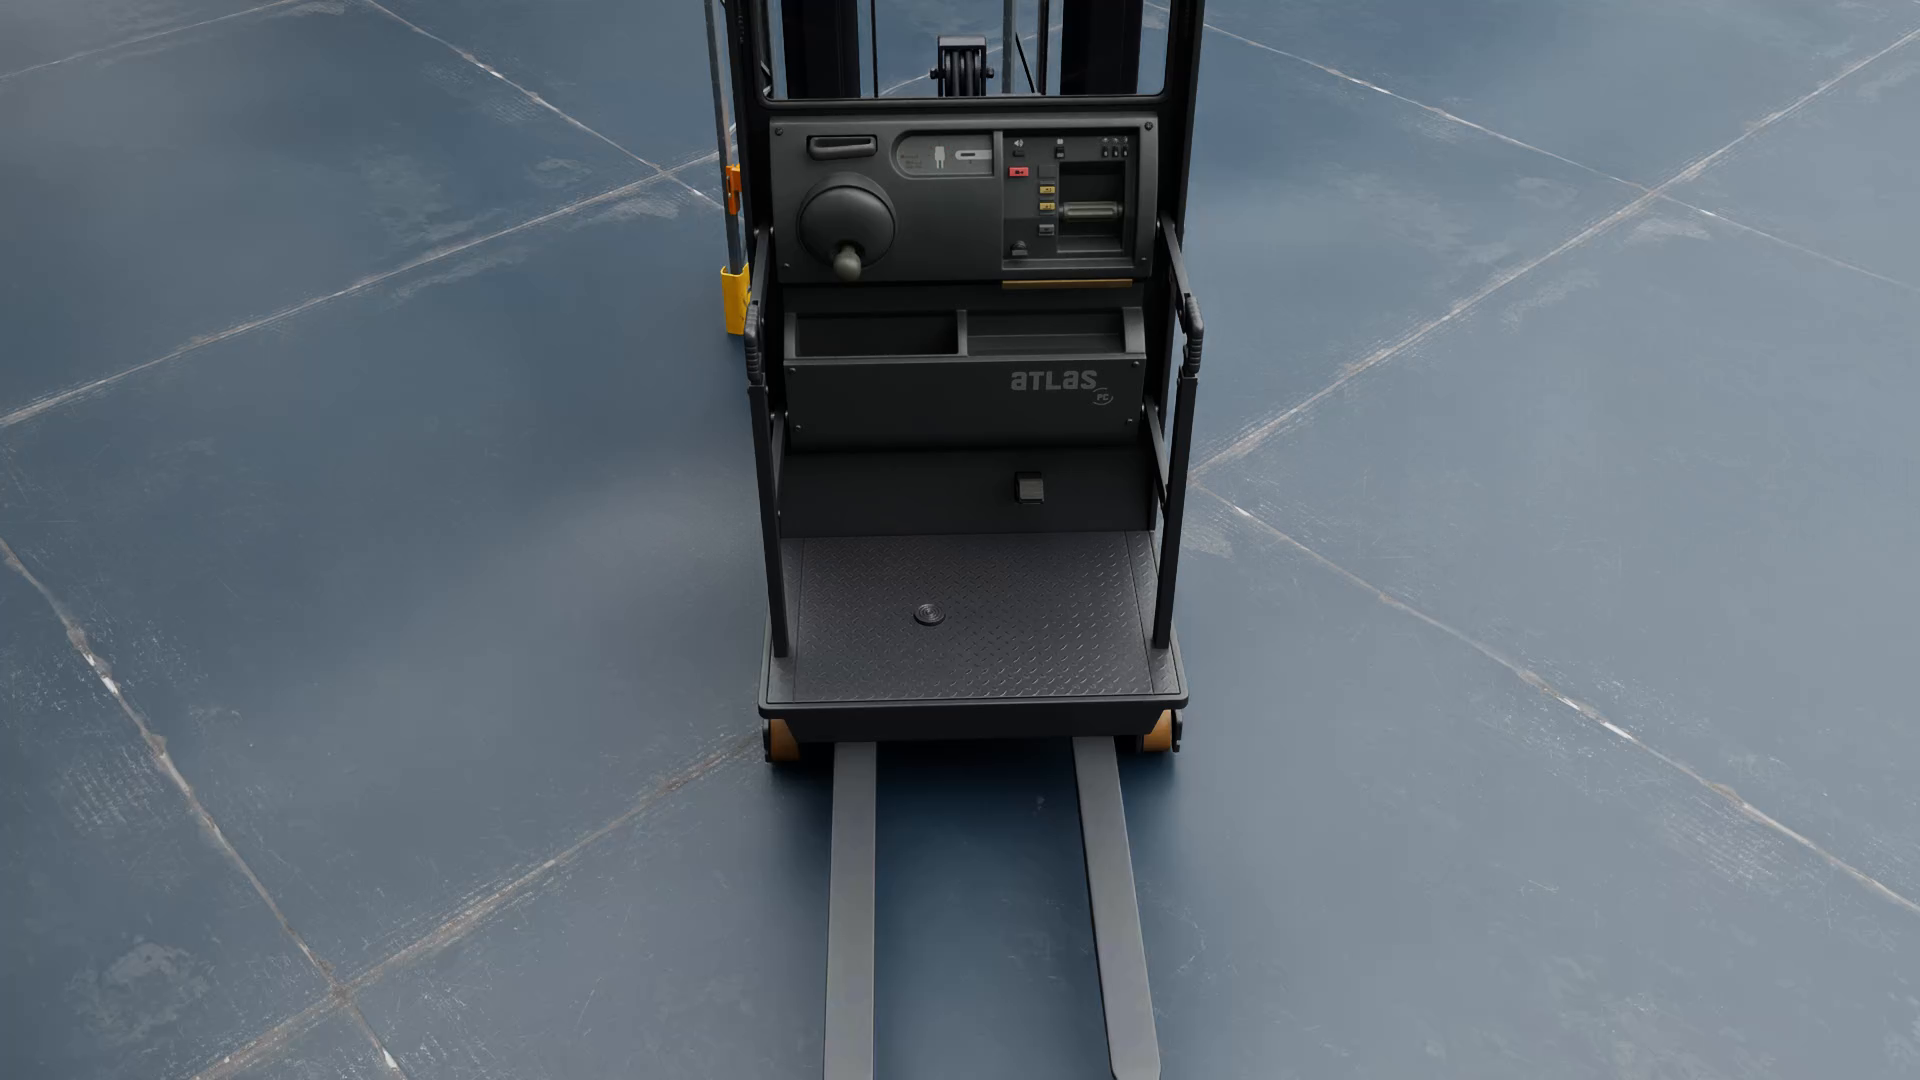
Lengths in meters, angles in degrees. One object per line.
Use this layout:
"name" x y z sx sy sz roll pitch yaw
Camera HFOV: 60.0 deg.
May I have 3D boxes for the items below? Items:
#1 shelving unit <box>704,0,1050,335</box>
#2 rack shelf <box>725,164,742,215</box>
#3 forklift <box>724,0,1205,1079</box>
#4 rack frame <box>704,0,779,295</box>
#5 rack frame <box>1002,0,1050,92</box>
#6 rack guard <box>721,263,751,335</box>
"shelving unit" -0.277 -1.439 5.838 1.083 1.500 0.587 11 40 13
"rack shelf" -0.268 -1.297 5.949 1.000 0.185 0.538 11 40 13
"forklift" 0.021 -0.750 3.845 1.130 2.935 3.031 -1 39 -1
"rack frame" -0.755 -1.528 5.948 0.032 1.500 0.500 11 40 13
"rack frame" 0.220 -1.346 5.723 0.032 1.500 0.500 11 40 13
"rack guard" -0.754 -1.042 6.341 0.087 0.250 0.587 11 40 13
